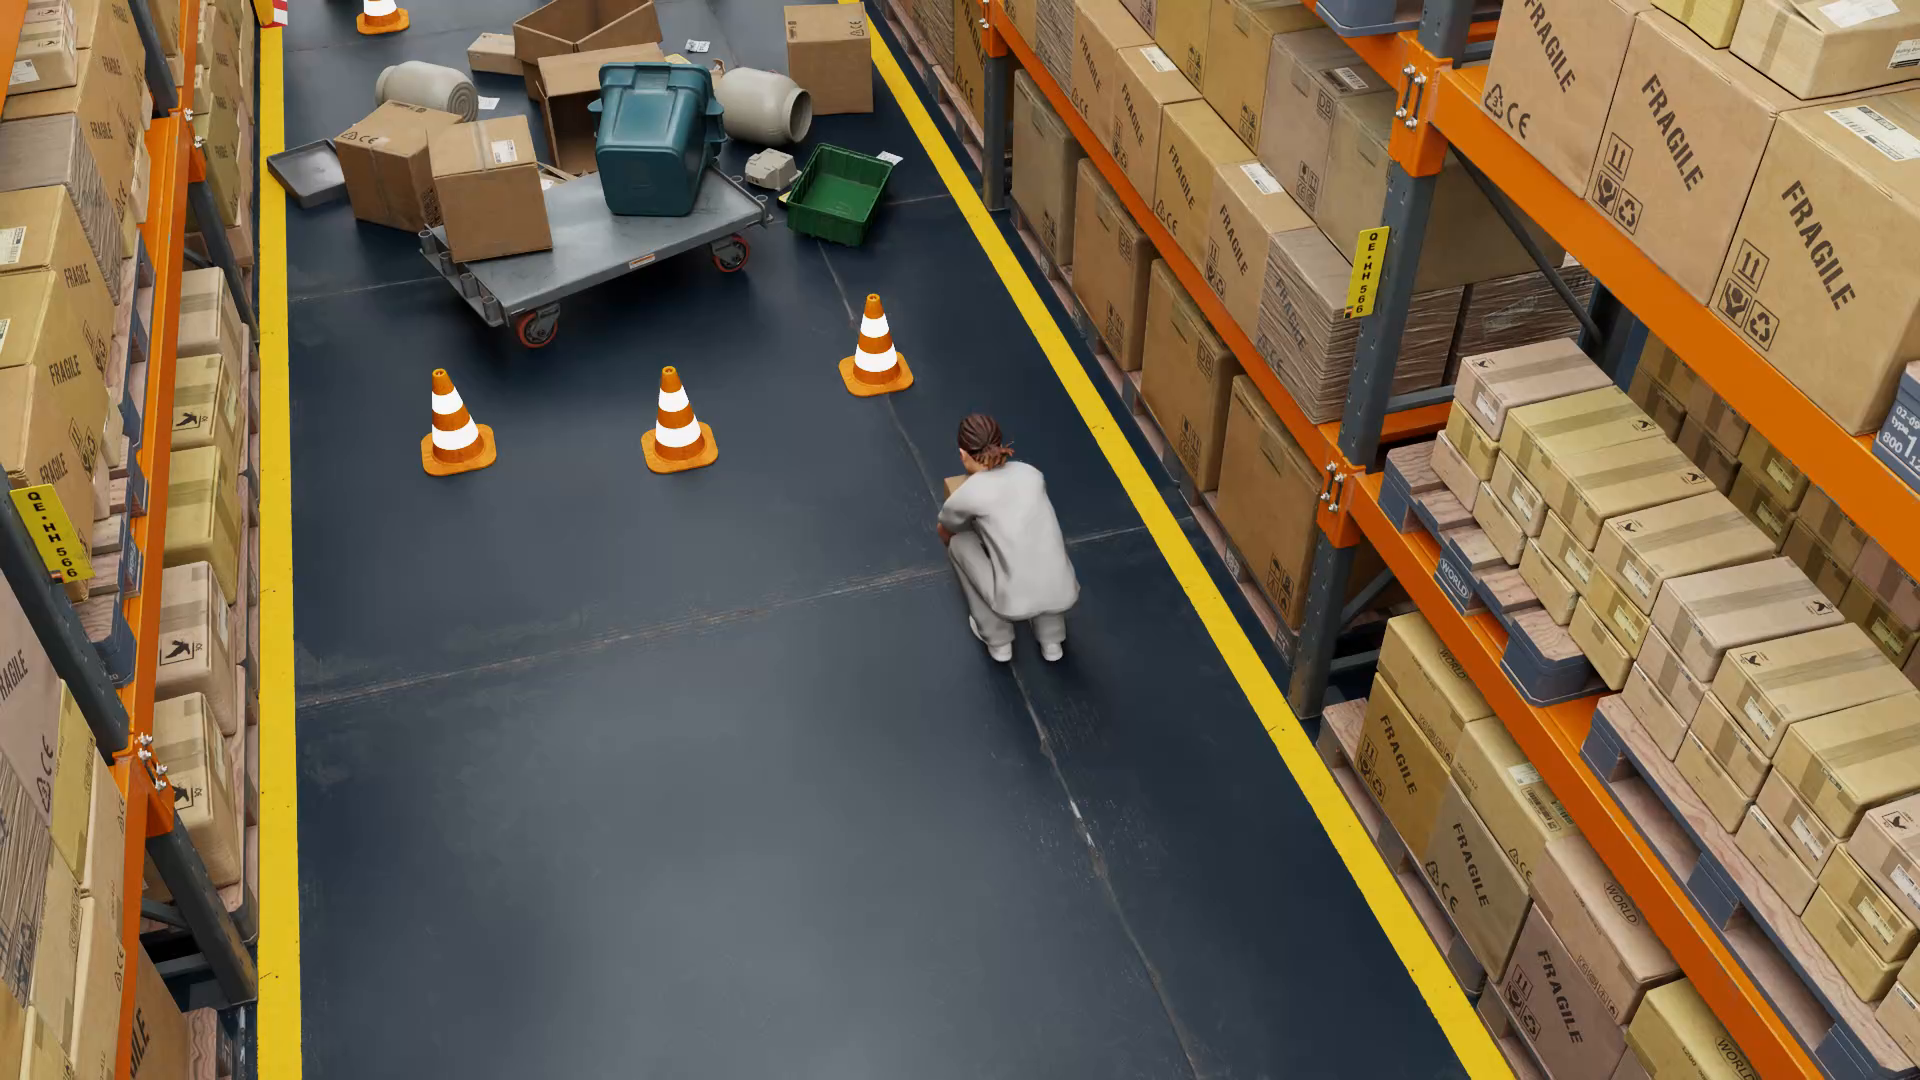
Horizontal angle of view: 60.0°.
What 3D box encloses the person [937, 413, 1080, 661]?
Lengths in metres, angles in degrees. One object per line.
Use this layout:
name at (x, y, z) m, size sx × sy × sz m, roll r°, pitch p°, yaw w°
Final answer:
person at (0.186, 0.005, 6.710) m, size 0.491 × 0.934 × 0.809 m, roll -12°, pitch 44°, yaw -13°
